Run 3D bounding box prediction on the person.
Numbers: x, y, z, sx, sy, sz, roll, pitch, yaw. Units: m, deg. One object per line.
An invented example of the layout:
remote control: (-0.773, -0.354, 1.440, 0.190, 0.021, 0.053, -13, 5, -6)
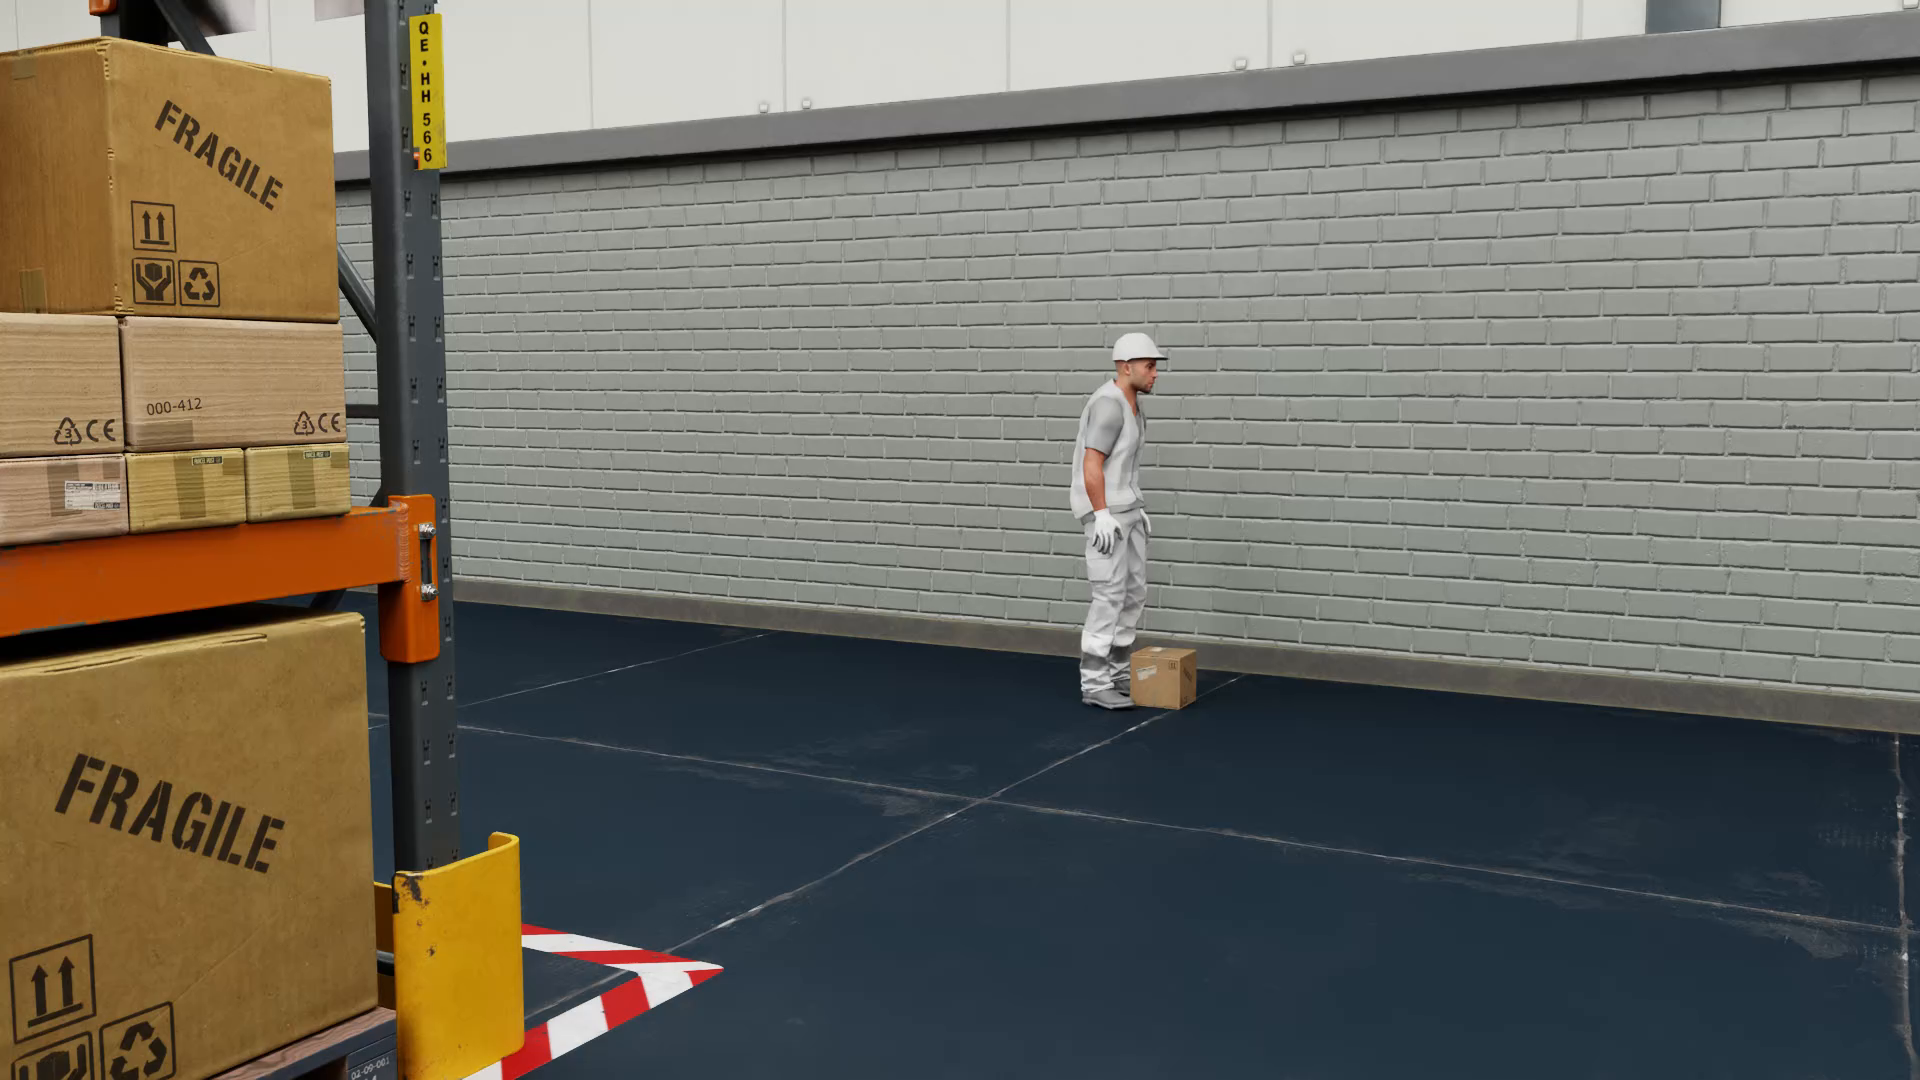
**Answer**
person: (0.773, -0.105, 8.031, 0.453, 1.778, 0.615, 3, 6, 25)
